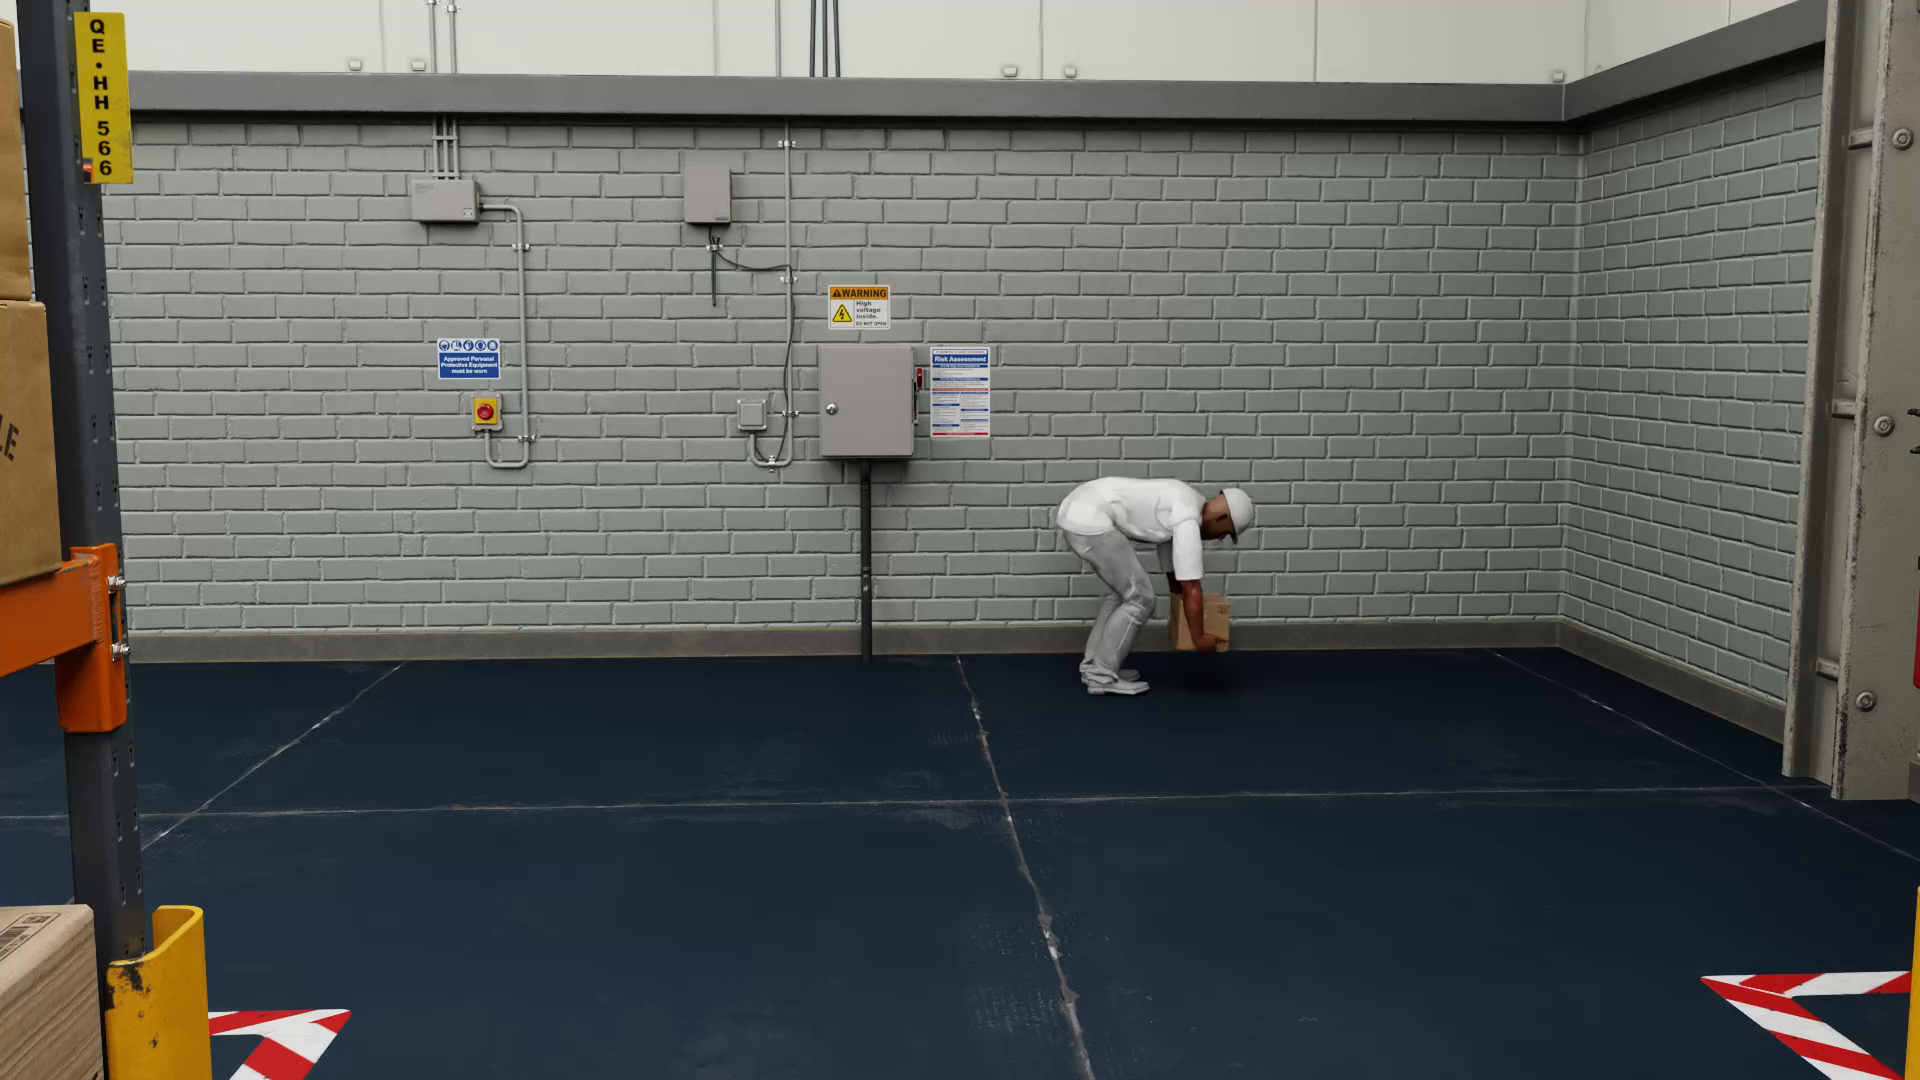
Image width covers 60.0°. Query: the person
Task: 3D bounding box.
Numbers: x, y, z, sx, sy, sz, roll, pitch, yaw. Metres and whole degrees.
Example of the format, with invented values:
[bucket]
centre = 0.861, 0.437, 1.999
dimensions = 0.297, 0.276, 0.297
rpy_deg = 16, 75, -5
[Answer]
[person]
centre = 0.974, 0.212, 8.303
dimensions = 0.982, 1.065, 0.482
rpy_deg = -1, 7, -6
